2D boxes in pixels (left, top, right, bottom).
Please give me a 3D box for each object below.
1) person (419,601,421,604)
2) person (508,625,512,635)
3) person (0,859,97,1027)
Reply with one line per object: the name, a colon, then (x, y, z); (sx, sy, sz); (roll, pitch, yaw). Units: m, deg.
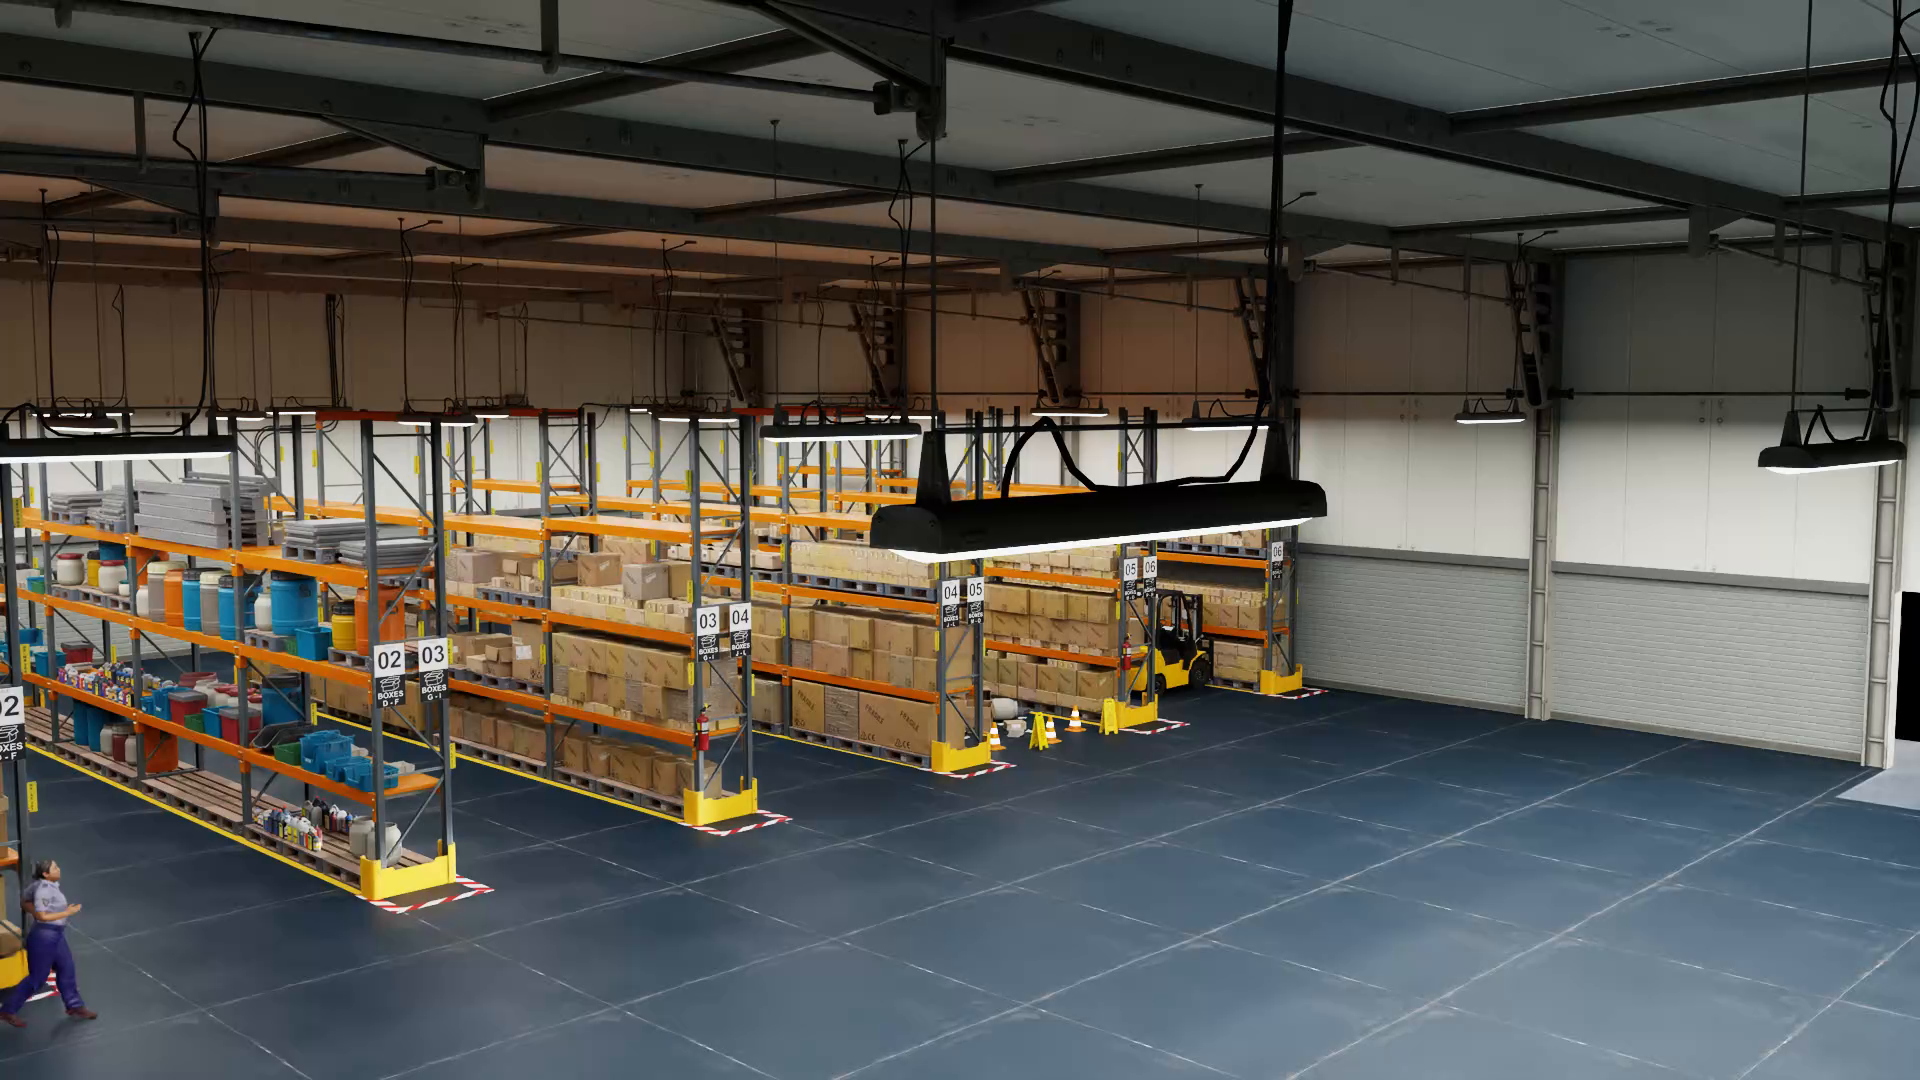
person: (-12.033, 2.170, 37.518); (0.616, 1.709, 0.654); (-3, 6, -27)
person: (-11.110, 1.772, 41.531); (0.681, 1.824, 0.830); (4, 7, 39)
person: (-9.173, 4.033, 16.666); (0.876, 1.683, 0.608); (-2, 6, -24)
